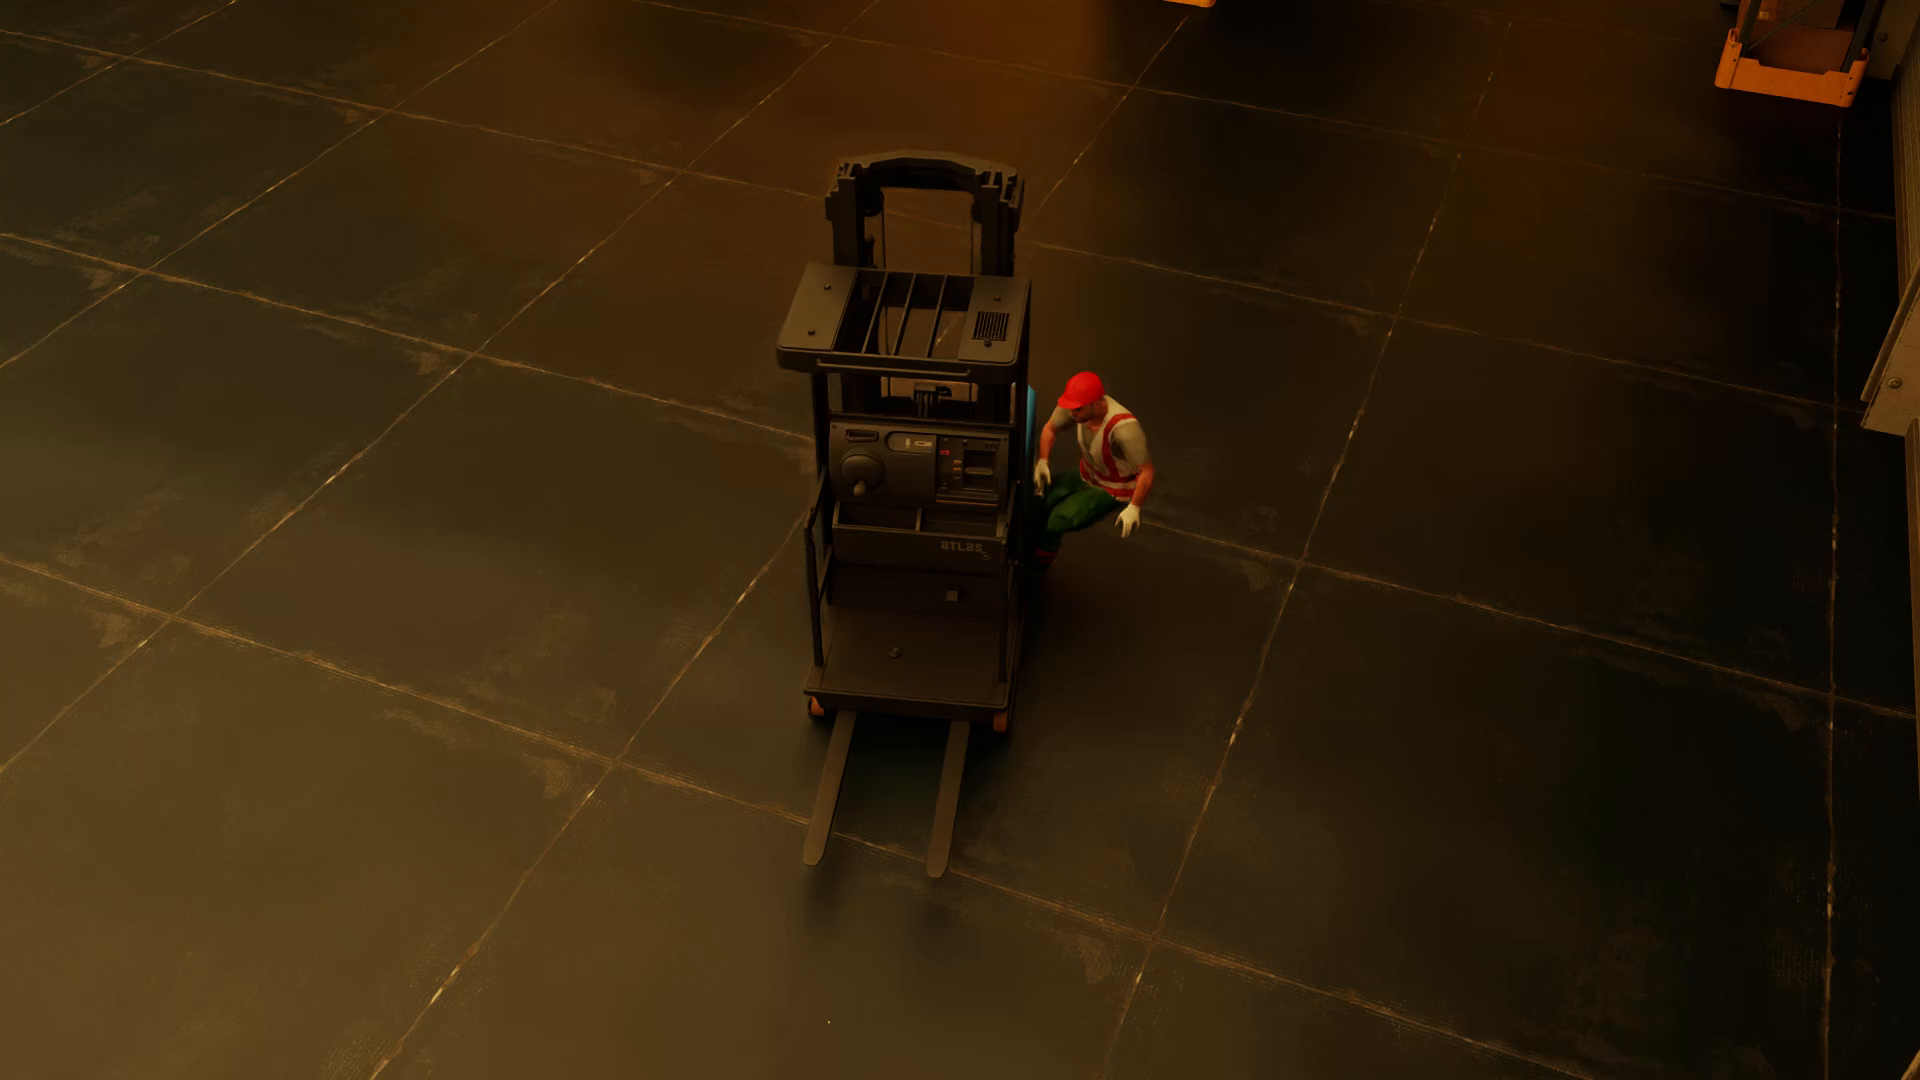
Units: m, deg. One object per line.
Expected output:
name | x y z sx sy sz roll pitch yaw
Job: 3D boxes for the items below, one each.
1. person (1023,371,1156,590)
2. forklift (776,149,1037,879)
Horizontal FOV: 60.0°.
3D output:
person | 0.608 -0.260 9.486 0.935 1.547 0.800 -25 46 -27
forklift | -0.236 -0.317 8.385 1.130 2.935 3.031 5 40 5
